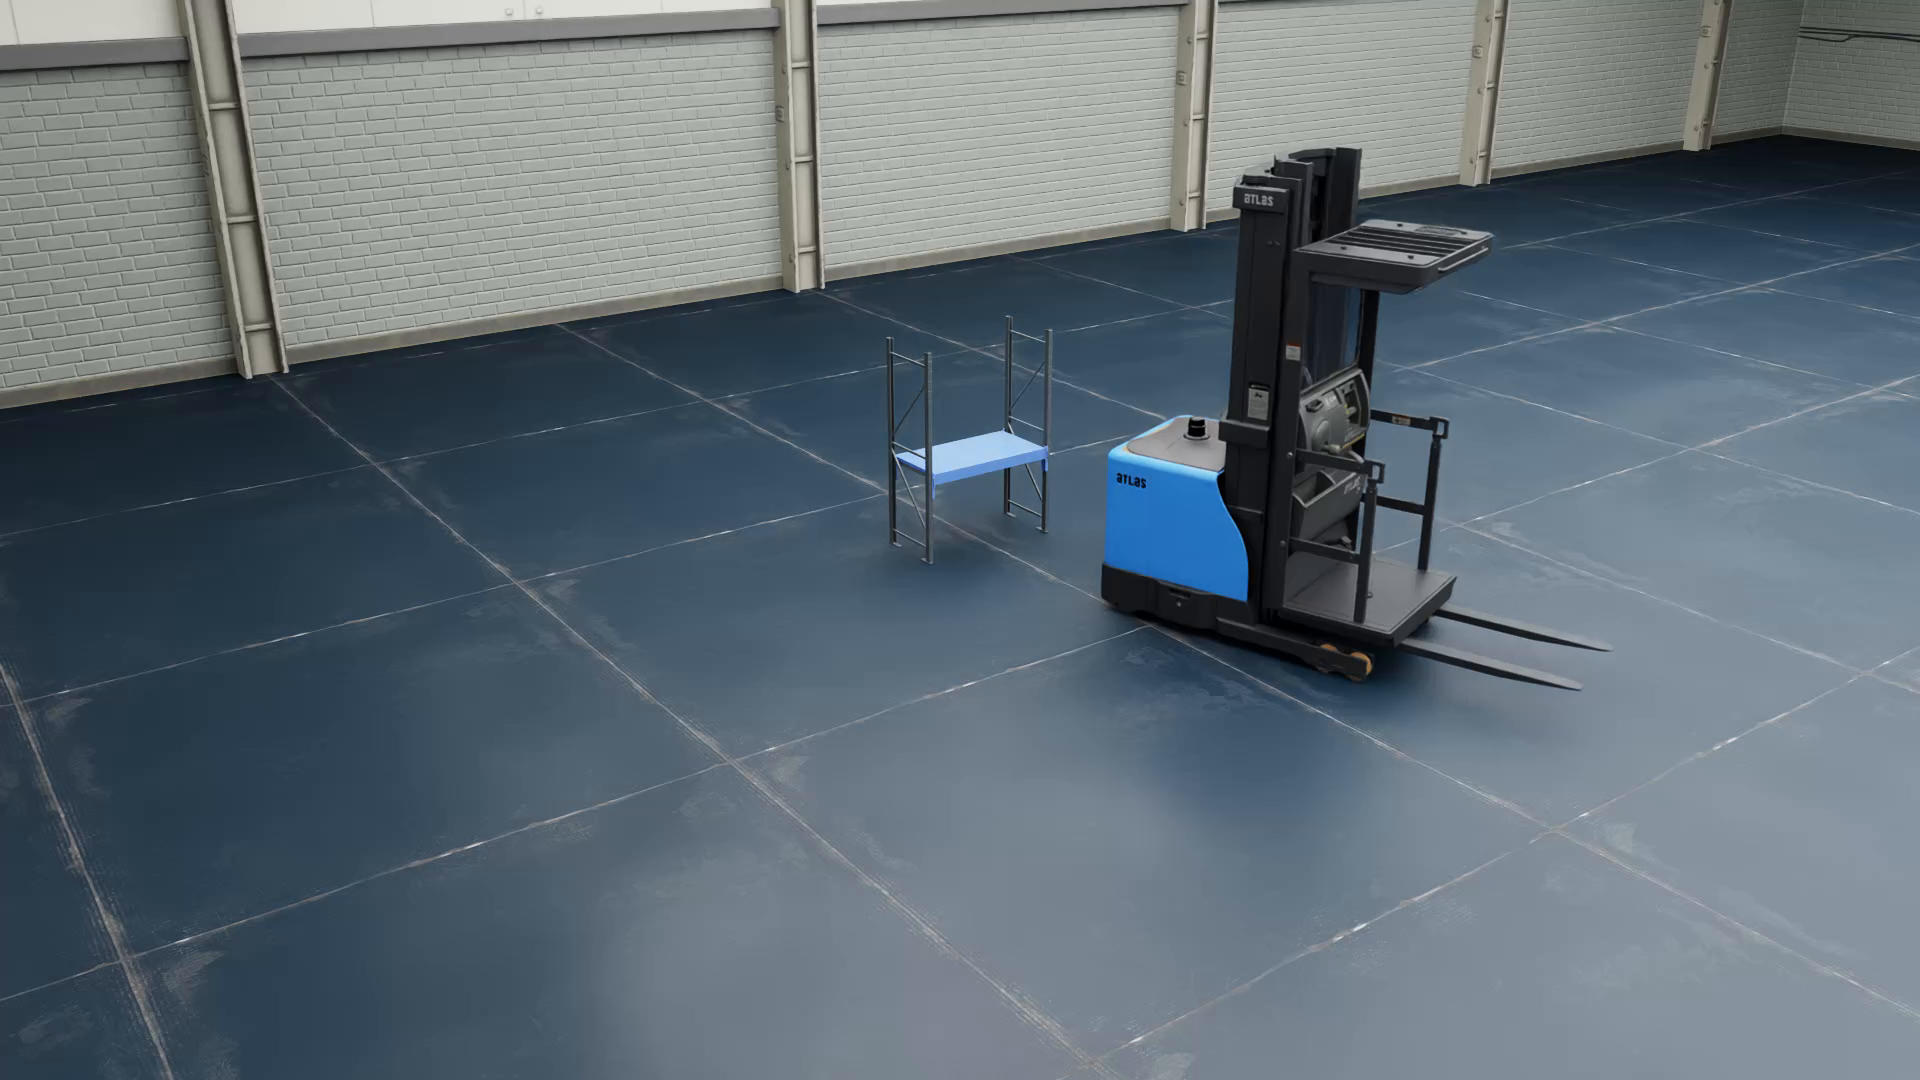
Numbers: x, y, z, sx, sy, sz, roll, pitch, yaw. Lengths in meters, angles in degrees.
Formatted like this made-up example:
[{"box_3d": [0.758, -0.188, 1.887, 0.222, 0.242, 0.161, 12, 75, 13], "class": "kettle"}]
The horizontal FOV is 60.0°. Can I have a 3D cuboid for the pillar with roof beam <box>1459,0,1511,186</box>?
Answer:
[{"box_3d": [10.452, -8.391, 20.784, 0.400, 9.000, 9.100, -15, 26, -33], "class": "pillar with roof beam"}]

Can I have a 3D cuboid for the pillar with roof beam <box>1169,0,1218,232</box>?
[{"box_3d": [5.581, -7.093, 17.529, 0.400, 9.000, 9.100, -15, 26, -33], "class": "pillar with roof beam"}]

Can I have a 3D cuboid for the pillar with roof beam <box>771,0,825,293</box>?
[{"box_3d": [0.711, -5.794, 14.275, 0.400, 9.000, 9.100, -15, 26, -33], "class": "pillar with roof beam"}]

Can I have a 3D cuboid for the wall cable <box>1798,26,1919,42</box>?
[{"box_3d": [15.972, -9.783, 28.461, 0.112, 2.526, 3.097, -15, 26, -33], "class": "wall cable"}]

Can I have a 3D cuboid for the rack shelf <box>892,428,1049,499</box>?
[{"box_3d": [0.069, -0.548, 11.731, 1.000, 0.185, 0.538, -15, 26, -33], "class": "rack shelf"}]

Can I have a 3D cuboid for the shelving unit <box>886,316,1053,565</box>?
[{"box_3d": [0.069, -0.715, 11.665, 1.048, 1.500, 0.538, -15, 26, -33], "class": "shelving unit"}]

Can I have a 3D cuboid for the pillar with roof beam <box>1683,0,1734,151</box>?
[{"box_3d": [15.322, -9.690, 24.038, 0.400, 9.000, 9.100, -15, 26, -33], "class": "pillar with roof beam"}]

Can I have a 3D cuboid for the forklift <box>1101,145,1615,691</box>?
[{"box_3d": [2.406, -0.752, 9.827, 3.031, 2.935, 1.130, 15, 26, 33], "class": "forklift"}]

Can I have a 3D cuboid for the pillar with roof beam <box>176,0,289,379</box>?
[{"box_3d": [-4.160, -4.495, 11.020, 0.400, 9.000, 9.100, -15, 26, -33], "class": "pillar with roof beam"}]

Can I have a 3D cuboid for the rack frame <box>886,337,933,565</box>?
[{"box_3d": [-0.343, -0.605, 11.389, 0.032, 1.500, 0.500, -15, 26, -33], "class": "rack frame"}]

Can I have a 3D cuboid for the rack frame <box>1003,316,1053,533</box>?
[{"box_3d": [0.482, -0.825, 11.940, 0.032, 1.500, 0.500, -15, 26, -33], "class": "rack frame"}]
